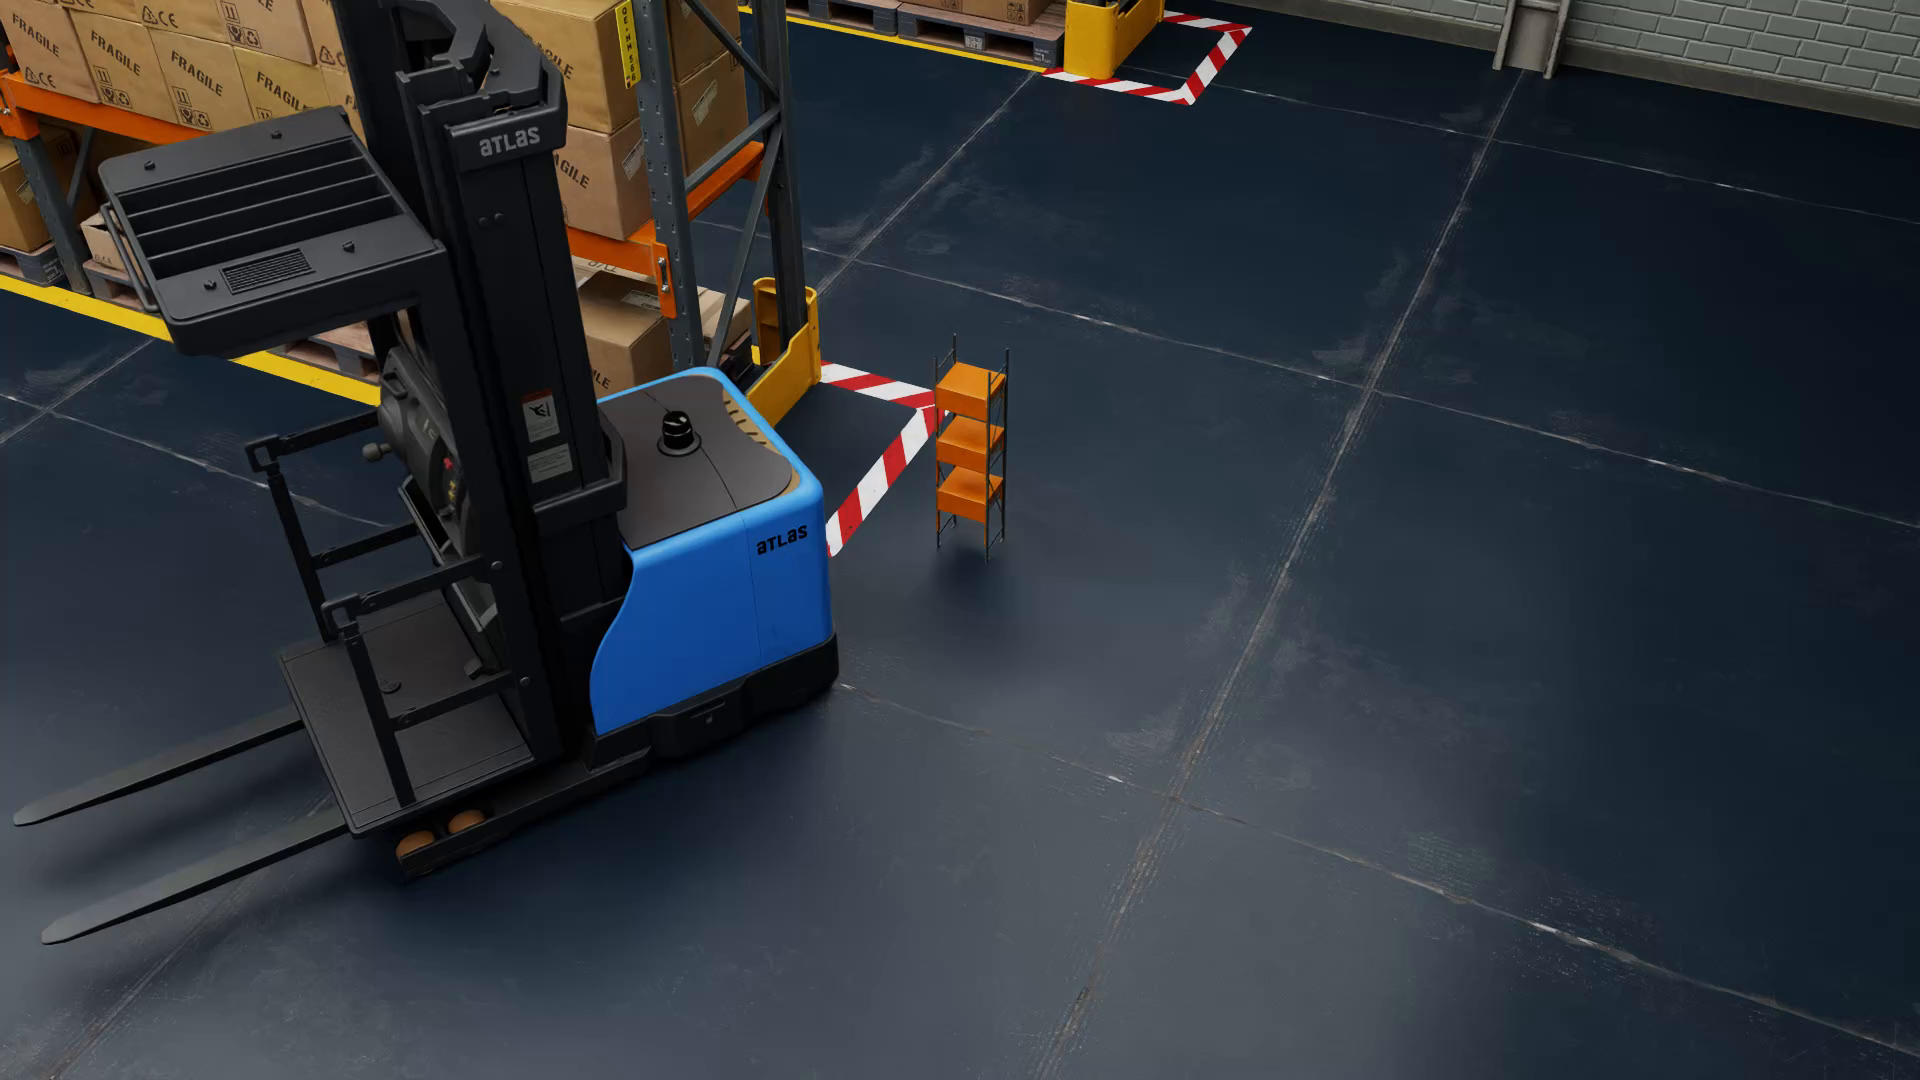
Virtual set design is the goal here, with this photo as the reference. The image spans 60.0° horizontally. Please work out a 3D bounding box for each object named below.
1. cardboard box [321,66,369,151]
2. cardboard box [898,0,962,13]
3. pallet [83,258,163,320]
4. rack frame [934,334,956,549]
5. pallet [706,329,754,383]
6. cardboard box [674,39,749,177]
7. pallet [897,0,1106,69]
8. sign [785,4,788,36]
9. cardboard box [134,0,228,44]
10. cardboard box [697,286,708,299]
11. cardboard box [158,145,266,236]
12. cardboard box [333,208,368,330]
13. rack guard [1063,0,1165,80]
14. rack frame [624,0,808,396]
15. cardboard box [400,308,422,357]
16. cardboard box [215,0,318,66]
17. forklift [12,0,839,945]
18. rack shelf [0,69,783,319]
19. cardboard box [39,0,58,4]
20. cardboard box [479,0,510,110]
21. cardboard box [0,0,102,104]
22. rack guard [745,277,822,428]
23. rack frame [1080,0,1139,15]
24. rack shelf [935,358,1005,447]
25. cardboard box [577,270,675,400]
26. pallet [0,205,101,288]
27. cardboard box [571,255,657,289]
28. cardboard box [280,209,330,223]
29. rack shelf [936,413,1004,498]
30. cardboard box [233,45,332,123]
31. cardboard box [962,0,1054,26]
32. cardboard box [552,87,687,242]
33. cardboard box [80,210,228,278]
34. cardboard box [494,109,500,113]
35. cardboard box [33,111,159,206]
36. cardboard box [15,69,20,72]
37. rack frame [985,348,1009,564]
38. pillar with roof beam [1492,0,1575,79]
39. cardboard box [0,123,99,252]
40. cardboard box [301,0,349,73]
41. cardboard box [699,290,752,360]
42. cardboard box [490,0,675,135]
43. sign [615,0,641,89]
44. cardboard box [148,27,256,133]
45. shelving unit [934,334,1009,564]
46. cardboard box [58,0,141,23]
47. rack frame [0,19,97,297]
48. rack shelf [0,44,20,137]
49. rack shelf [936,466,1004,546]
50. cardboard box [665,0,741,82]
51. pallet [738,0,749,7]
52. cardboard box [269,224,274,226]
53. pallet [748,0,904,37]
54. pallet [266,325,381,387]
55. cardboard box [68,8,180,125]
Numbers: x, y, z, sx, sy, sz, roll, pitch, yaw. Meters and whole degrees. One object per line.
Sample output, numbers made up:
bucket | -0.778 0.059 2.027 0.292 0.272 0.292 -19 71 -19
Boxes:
cardboard box | -2.470 -1.964 7.534 0.500 0.500 0.500 17 44 19
cardboard box | -0.067 -4.110 11.673 0.500 0.500 0.700 17 44 19
pallet | -4.031 -1.544 9.255 1.213 0.211 1.003 17 44 19
rack frame | -0.062 -0.416 7.312 0.008 1.050 0.200 17 44 19
pallet | -1.819 -0.869 8.475 1.213 0.211 1.003 17 44 19
cardboard box | -1.318 -1.998 7.573 0.500 0.500 0.500 18 44 20
pallet | 0.306 -3.744 11.792 1.213 0.211 1.003 17 44 19
sign | -0.798 -2.330 7.371 0.005 0.325 0.100 17 44 19
cardboard box | -3.411 -2.622 7.529 0.500 0.500 0.500 16 43 17
cardboard box | -1.488 -1.166 8.516 0.250 0.166 0.380 17 44 19
cardboard box | -4.016 -2.021 9.248 0.500 0.500 0.500 17 44 19
cardboard box | -2.948 -1.495 8.638 0.637 0.503 0.797 17 44 19
rack guard | 1.085 -3.671 11.488 0.348 0.500 1.175 17 44 19
rack frame | -1.028 -1.681 7.283 0.127 3.000 1.000 17 44 19
cardboard box | -2.473 -1.094 8.369 0.500 0.250 0.500 17 44 19
cardboard box | -2.943 -2.479 7.364 0.500 0.500 0.500 18 44 20
forklift | -2.026 -0.258 5.694 3.031 2.935 1.130 -22 46 -23
rack shelf | -2.840 -1.963 8.158 4.000 0.370 1.077 17 44 19
cardboard box | -4.345 -2.907 7.858 0.500 0.500 0.500 18 44 20
cardboard box | -2.005 -2.196 7.038 0.500 0.500 0.500 18 44 20
cardboard box | -4.306 -2.524 8.179 0.500 0.500 0.500 18 44 20
rack guard | -1.097 -0.758 8.126 0.348 0.500 1.175 17 44 19
rack frame | 1.063 -4.622 10.677 0.127 3.000 1.000 17 44 19
rack shelf | 0.048 -0.588 7.094 0.240 0.259 0.215 17 44 19
cardboard box | -1.625 -0.907 7.963 0.500 0.500 0.500 17 44 19
pallet | -5.406 -1.938 9.709 1.213 0.211 1.003 17 44 19
cardboard box | -1.854 -1.266 8.568 0.500 0.250 0.500 17 44 19
cardboard box | -3.337 -1.742 9.070 0.500 0.311 0.500 17 44 19
rack shelf | 0.048 -0.374 7.280 0.240 0.259 0.215 17 44 19
cardboard box | -2.927 -2.104 7.695 0.500 0.500 0.500 16 44 18
cardboard box | 0.387 -3.971 11.513 0.500 0.500 0.700 17 44 19
cardboard box | -1.549 -1.681 7.207 0.500 0.500 0.500 18 44 20
cardboard box | -4.364 -1.694 9.016 0.500 0.311 0.500 17 44 19
cardboard box | -2.020 -1.823 7.371 0.500 0.500 0.500 17 44 19
cardboard box | -4.988 -2.289 9.557 0.500 0.500 0.500 15 43 17
cardboard box | -5.476 -2.430 9.720 0.500 0.500 0.500 18 44 19
rack frame | 0.159 -0.348 7.234 0.008 1.050 0.200 17 44 19
pillar with roof beam | 2.056 -4.100 5.494 0.400 9.000 9.100 17 44 19
cardboard box | -5.221 -1.977 9.197 0.500 0.500 0.500 17 44 18
cardboard box | -2.477 -2.337 7.200 0.500 0.500 0.500 18 44 20
cardboard box | -1.262 -1.090 8.442 0.250 0.149 0.380 17 44 19
cardboard box | -1.547 -2.057 6.877 0.500 0.500 0.500 17 44 18
sign | -1.280 -1.914 6.427 0.005 0.325 0.100 17 44 19
cardboard box | -3.388 -2.244 7.856 0.500 0.500 0.500 17 44 18
shelving unit | 0.048 -0.382 7.273 0.252 1.050 0.215 17 44 19
cardboard box | -3.877 -2.764 7.693 0.500 0.500 0.500 16 43 17
rack frame | -4.653 -2.789 8.561 0.127 3.000 1.000 17 44 19
rack shelf | -6.465 -3.071 9.436 4.000 0.370 1.077 17 44 19
rack shelf | 0.048 -0.164 7.462 0.240 0.259 0.215 17 44 19
cardboard box | -1.318 -2.376 7.245 0.500 0.500 0.500 18 44 20
pallet | -1.906 -4.419 12.572 1.213 0.211 1.003 17 44 19
cardboard box | -3.651 -1.820 9.284 0.250 0.149 0.380 17 44 19
pallet | -0.796 -4.082 12.183 1.213 0.211 1.003 17 44 19
pallet | -2.921 -1.207 8.866 1.213 0.211 1.003 17 44 19
cardboard box | -3.841 -2.384 8.018 0.500 0.500 0.500 18 44 19
